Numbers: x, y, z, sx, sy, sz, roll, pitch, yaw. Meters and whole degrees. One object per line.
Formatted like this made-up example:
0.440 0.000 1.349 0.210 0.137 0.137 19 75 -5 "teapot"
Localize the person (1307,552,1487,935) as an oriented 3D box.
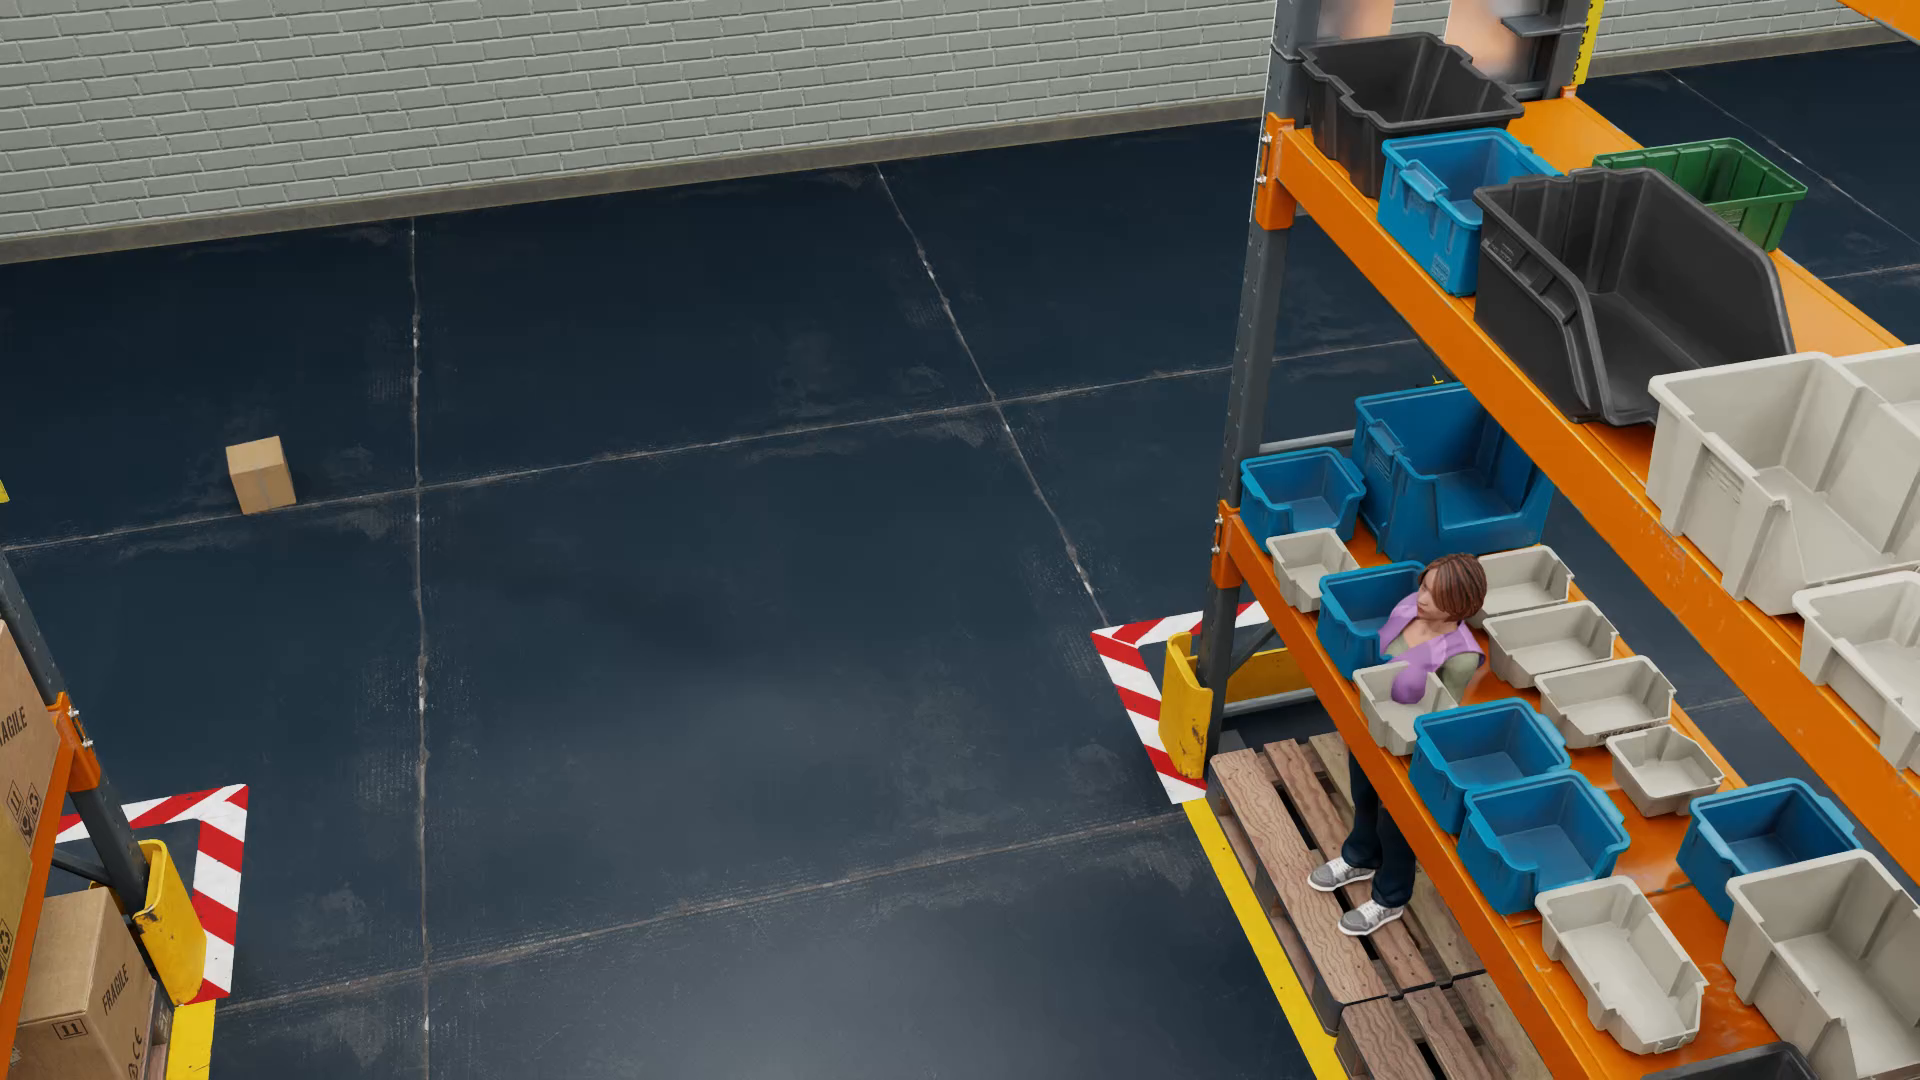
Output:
1.460 0.687 5.531 0.343 1.588 0.407 -12 40 -15 "person"
